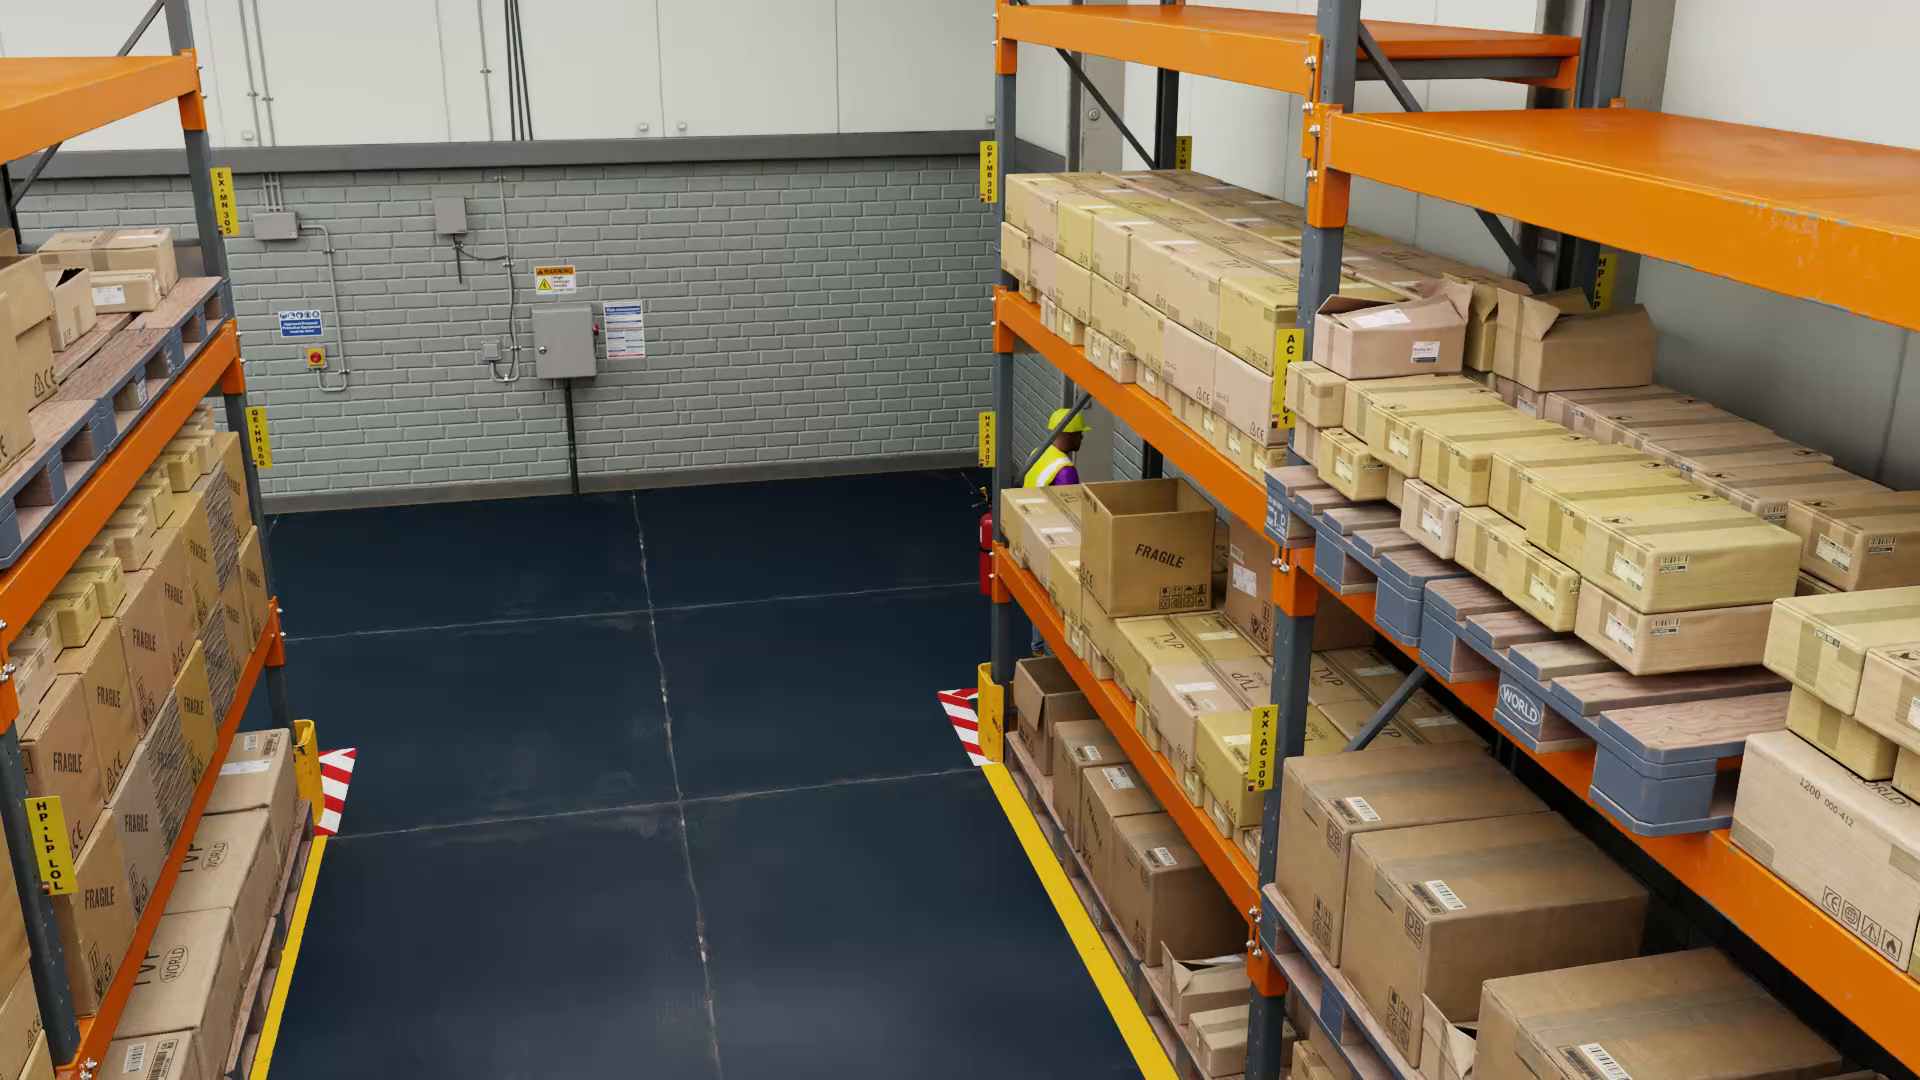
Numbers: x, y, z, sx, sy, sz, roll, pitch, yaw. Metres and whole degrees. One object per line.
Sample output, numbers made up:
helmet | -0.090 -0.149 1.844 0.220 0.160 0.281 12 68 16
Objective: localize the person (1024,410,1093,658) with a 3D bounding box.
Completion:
person | 0.649 0.000 11.049 0.461 1.756 0.620 -4 20 -12
